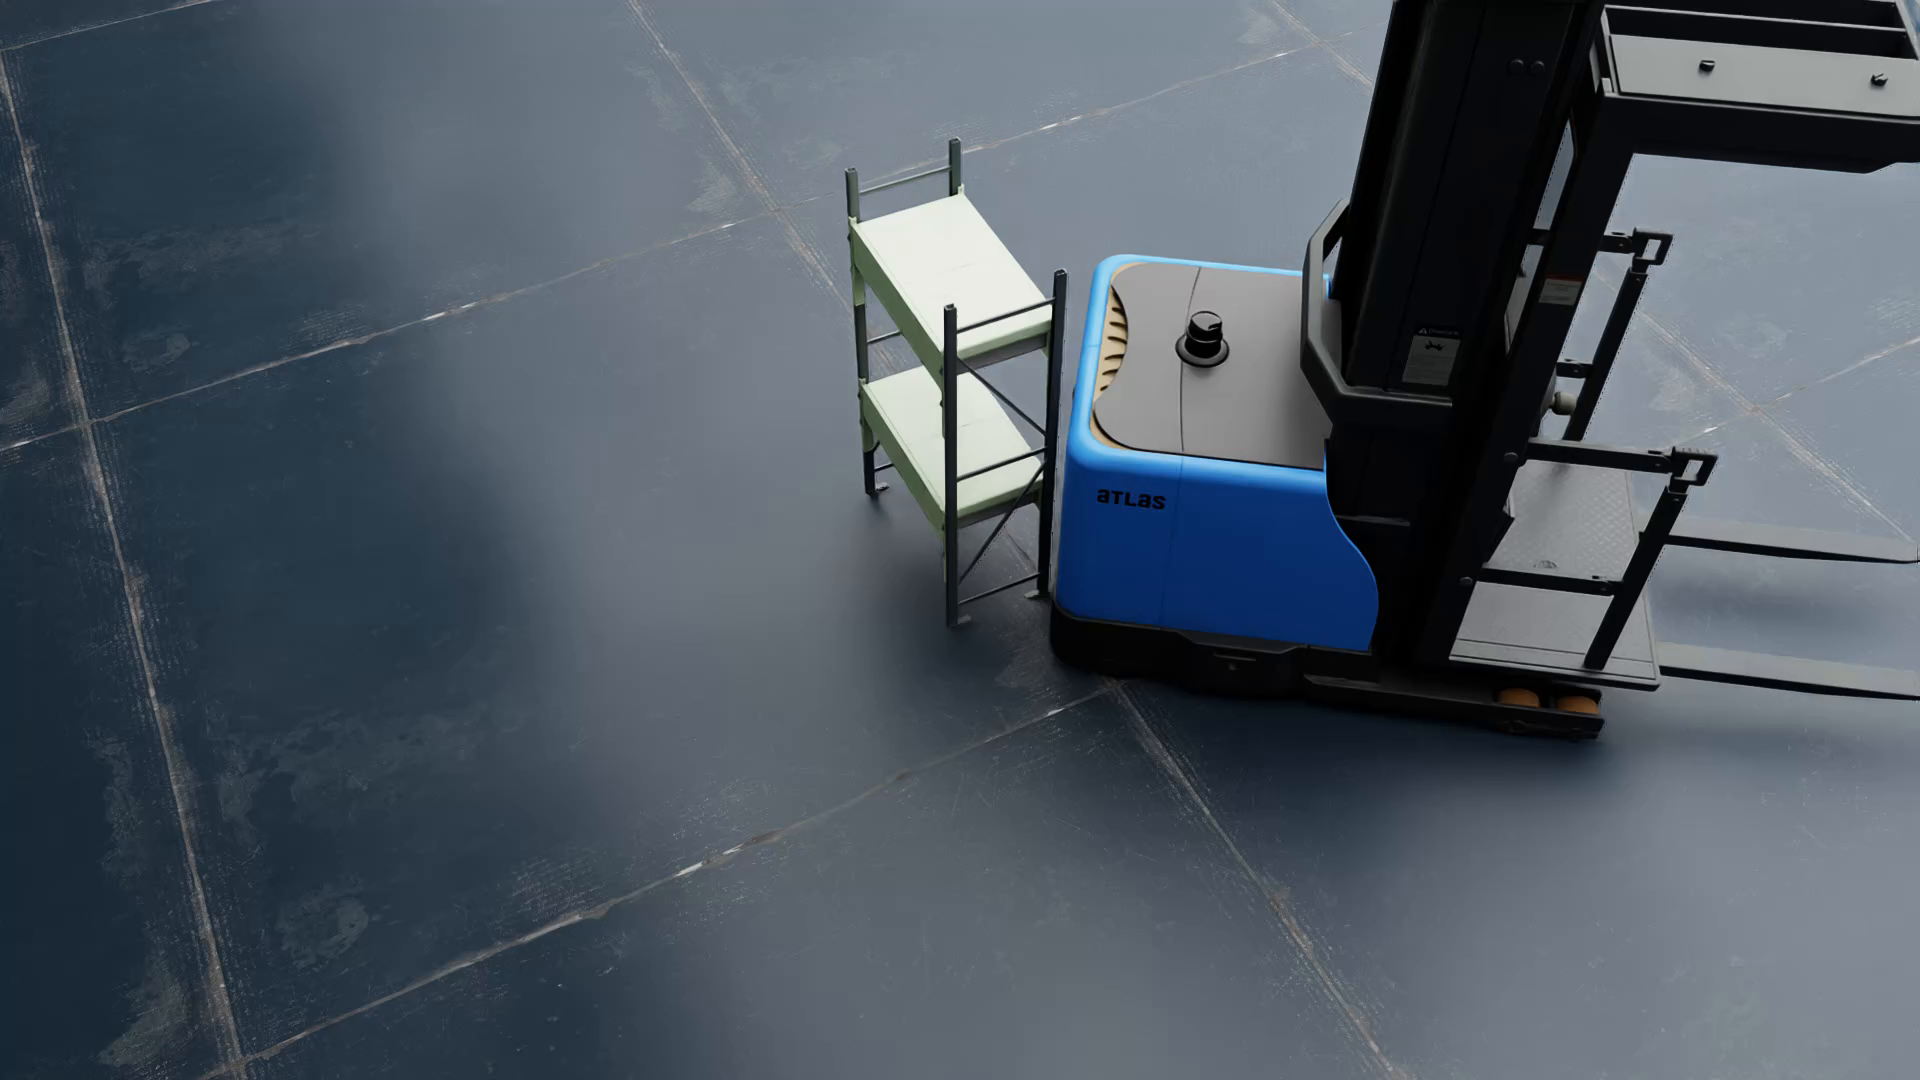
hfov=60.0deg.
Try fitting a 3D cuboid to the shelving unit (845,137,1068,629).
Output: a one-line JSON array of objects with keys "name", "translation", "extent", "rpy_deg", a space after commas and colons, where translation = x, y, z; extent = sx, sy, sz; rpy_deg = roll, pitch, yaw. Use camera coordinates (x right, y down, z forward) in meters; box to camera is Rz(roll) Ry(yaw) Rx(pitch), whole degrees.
[{"name": "shelving unit", "translation": [-0.022, -0.495, 5.687], "extent": [0.431, 1.500, 0.755], "rpy_deg": [-20, 52, -17]}]

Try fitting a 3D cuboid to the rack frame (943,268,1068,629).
[{"name": "rack frame", "translation": [0.136, -0.247, 5.470], "extent": [0.400, 1.500, 0.023], "rpy_deg": [-20, 52, -17]}]

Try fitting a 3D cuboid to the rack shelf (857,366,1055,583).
[{"name": "rack shelf", "translation": [-0.022, -0.281, 5.932], "extent": [0.431, 0.370, 0.720], "rpy_deg": [-20, 52, -17]}]

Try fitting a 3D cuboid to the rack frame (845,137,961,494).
[{"name": "rack frame", "translation": [-0.181, -0.744, 5.904], "extent": [0.400, 1.500, 0.023], "rpy_deg": [-20, 52, -17]}]

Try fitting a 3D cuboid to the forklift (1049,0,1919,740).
[{"name": "forklift", "translation": [1.877, -0.718, 4.931], "extent": [3.031, 2.935, 1.130], "rpy_deg": [7, 49, 6]}]

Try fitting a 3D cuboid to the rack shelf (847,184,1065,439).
[{"name": "rack shelf", "translation": [-0.022, -0.752, 5.393], "extent": [0.431, 0.370, 0.720], "rpy_deg": [-20, 52, -17]}]
